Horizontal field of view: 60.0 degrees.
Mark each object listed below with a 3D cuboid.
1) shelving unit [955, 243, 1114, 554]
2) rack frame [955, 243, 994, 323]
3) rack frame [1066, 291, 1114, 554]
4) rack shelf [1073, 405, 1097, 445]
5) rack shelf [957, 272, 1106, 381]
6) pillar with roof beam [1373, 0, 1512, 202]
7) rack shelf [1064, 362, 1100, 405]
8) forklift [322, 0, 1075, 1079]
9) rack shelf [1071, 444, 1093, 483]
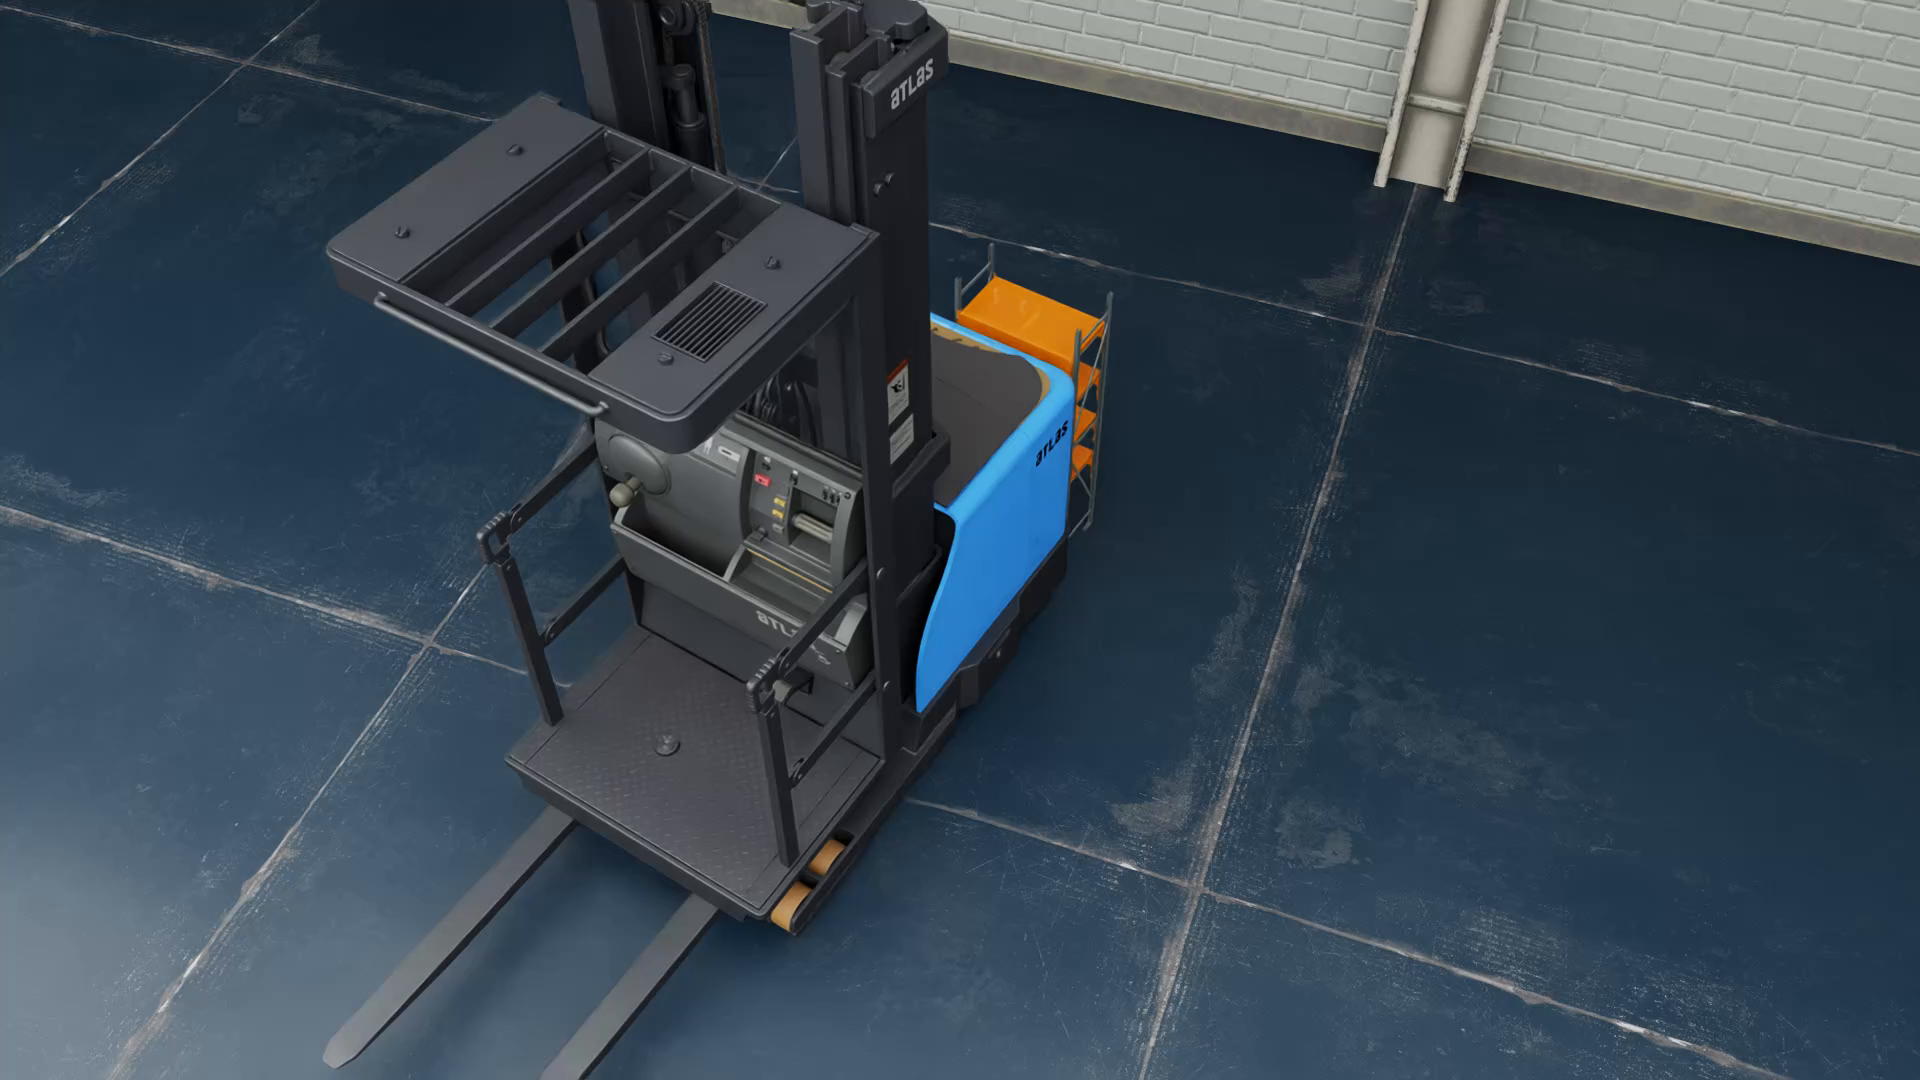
[{"bbox_3d":[0.257,-0.492,6.249,0.503,1.200,0.258,26,54,21],"label":"shelving unit"},{"bbox_3d":[0.052,-0.592,6.335,0.015,1.200,0.240,26,54,21],"label":"rack frame"},{"bbox_3d":[0.462,-0.392,6.162,0.015,1.200,0.240,26,54,21],"label":"rack frame"},{"bbox_3d":[0.257,-0.448,6.300,0.480,0.148,0.258,26,54,21],"label":"rack shelf"},{"bbox_3d":[0.257,-0.750,5.952,0.480,0.148,0.258,26,54,21],"label":"rack shelf"},{"bbox_3d":[0.765,-1.687,2.124,0.400,9.000,9.100,16,51,13],"label":"pillar with roof beam"},{"bbox_3d":[0.257,-0.595,6.131,0.480,0.148,0.258,26,54,21],"label":"rack shelf"},{"bbox_3d":[-0.811,-0.084,4.750,1.130,2.935,3.031,26,54,21],"label":"forklift"},{"bbox_3d":[0.257,-0.318,6.450,0.480,0.148,0.258,26,54,21],"label":"rack shelf"}]
